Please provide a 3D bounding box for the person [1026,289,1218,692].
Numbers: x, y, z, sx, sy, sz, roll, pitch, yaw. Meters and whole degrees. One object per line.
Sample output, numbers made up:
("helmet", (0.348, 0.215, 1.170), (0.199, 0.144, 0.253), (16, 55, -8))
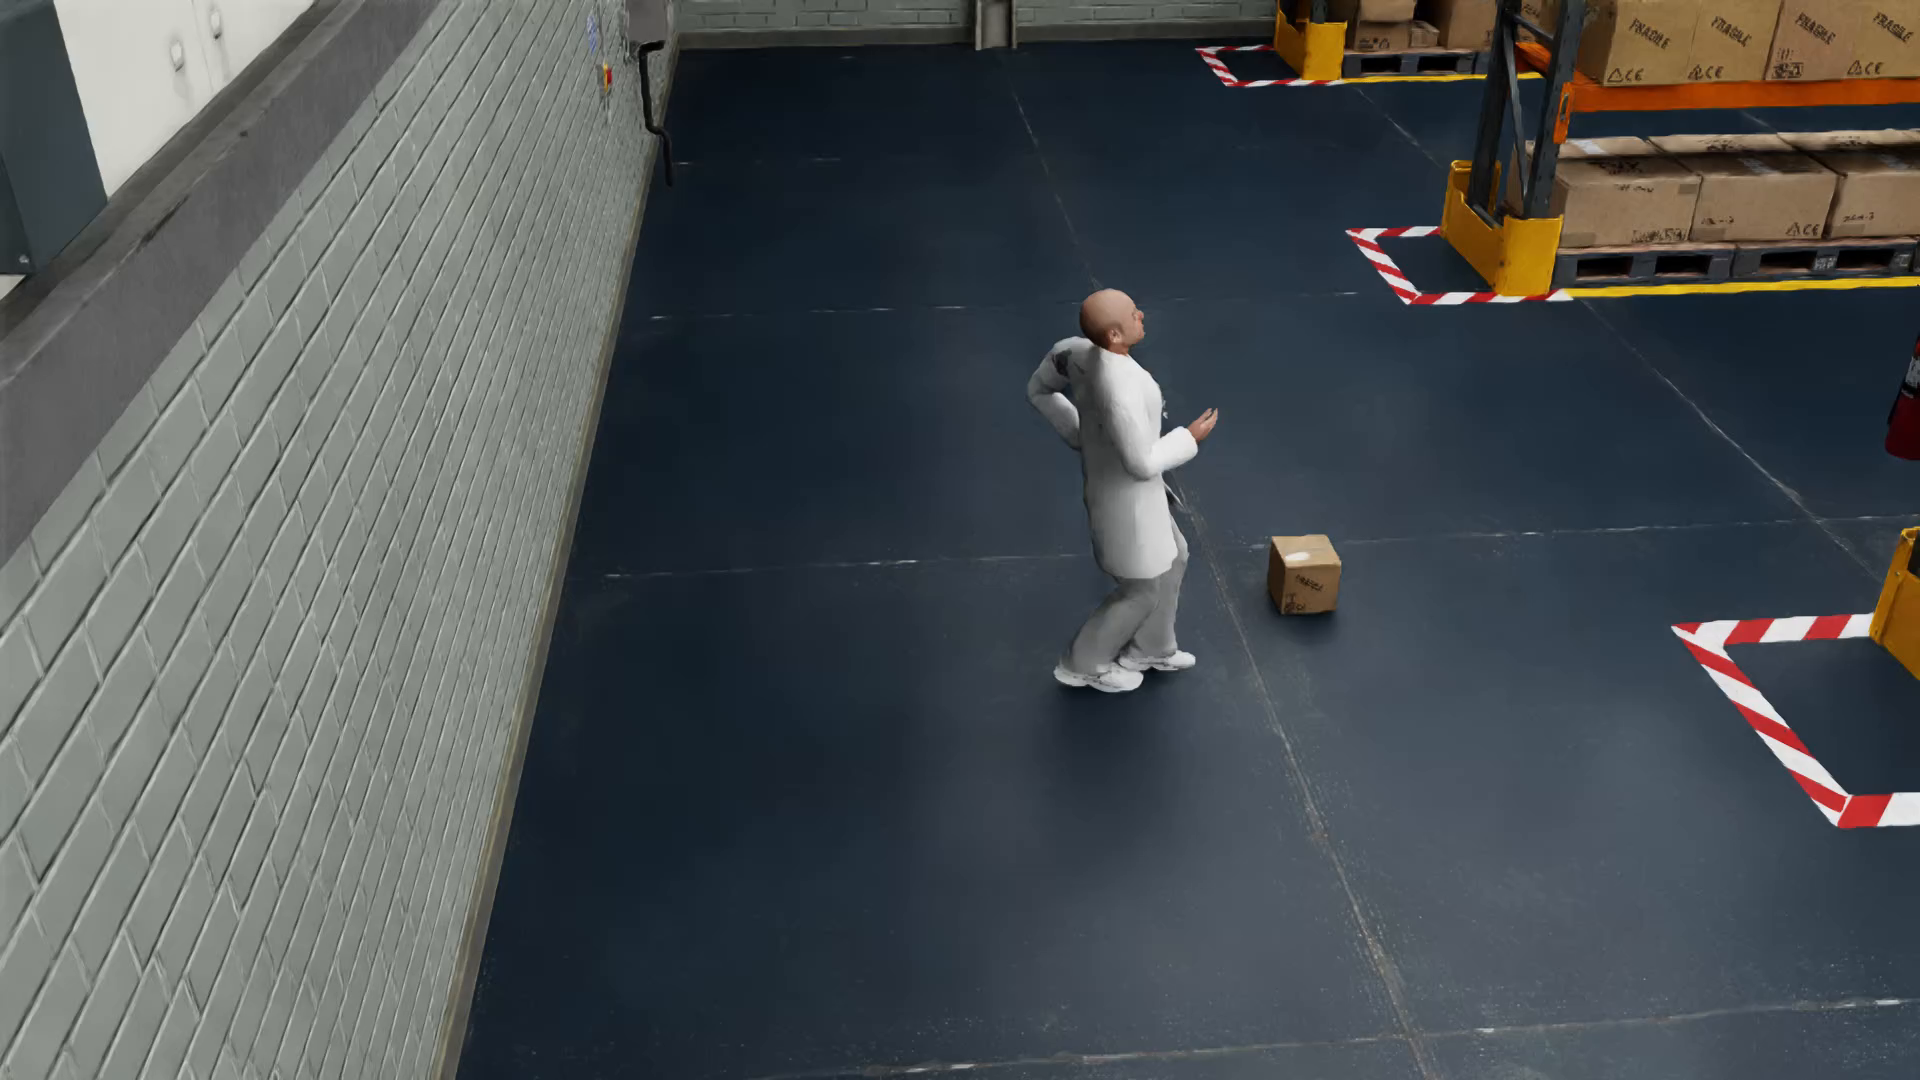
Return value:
("person", (0.653, -0.141, 6.442), (0.733, 1.784, 0.684), (-3, 31, -6))
